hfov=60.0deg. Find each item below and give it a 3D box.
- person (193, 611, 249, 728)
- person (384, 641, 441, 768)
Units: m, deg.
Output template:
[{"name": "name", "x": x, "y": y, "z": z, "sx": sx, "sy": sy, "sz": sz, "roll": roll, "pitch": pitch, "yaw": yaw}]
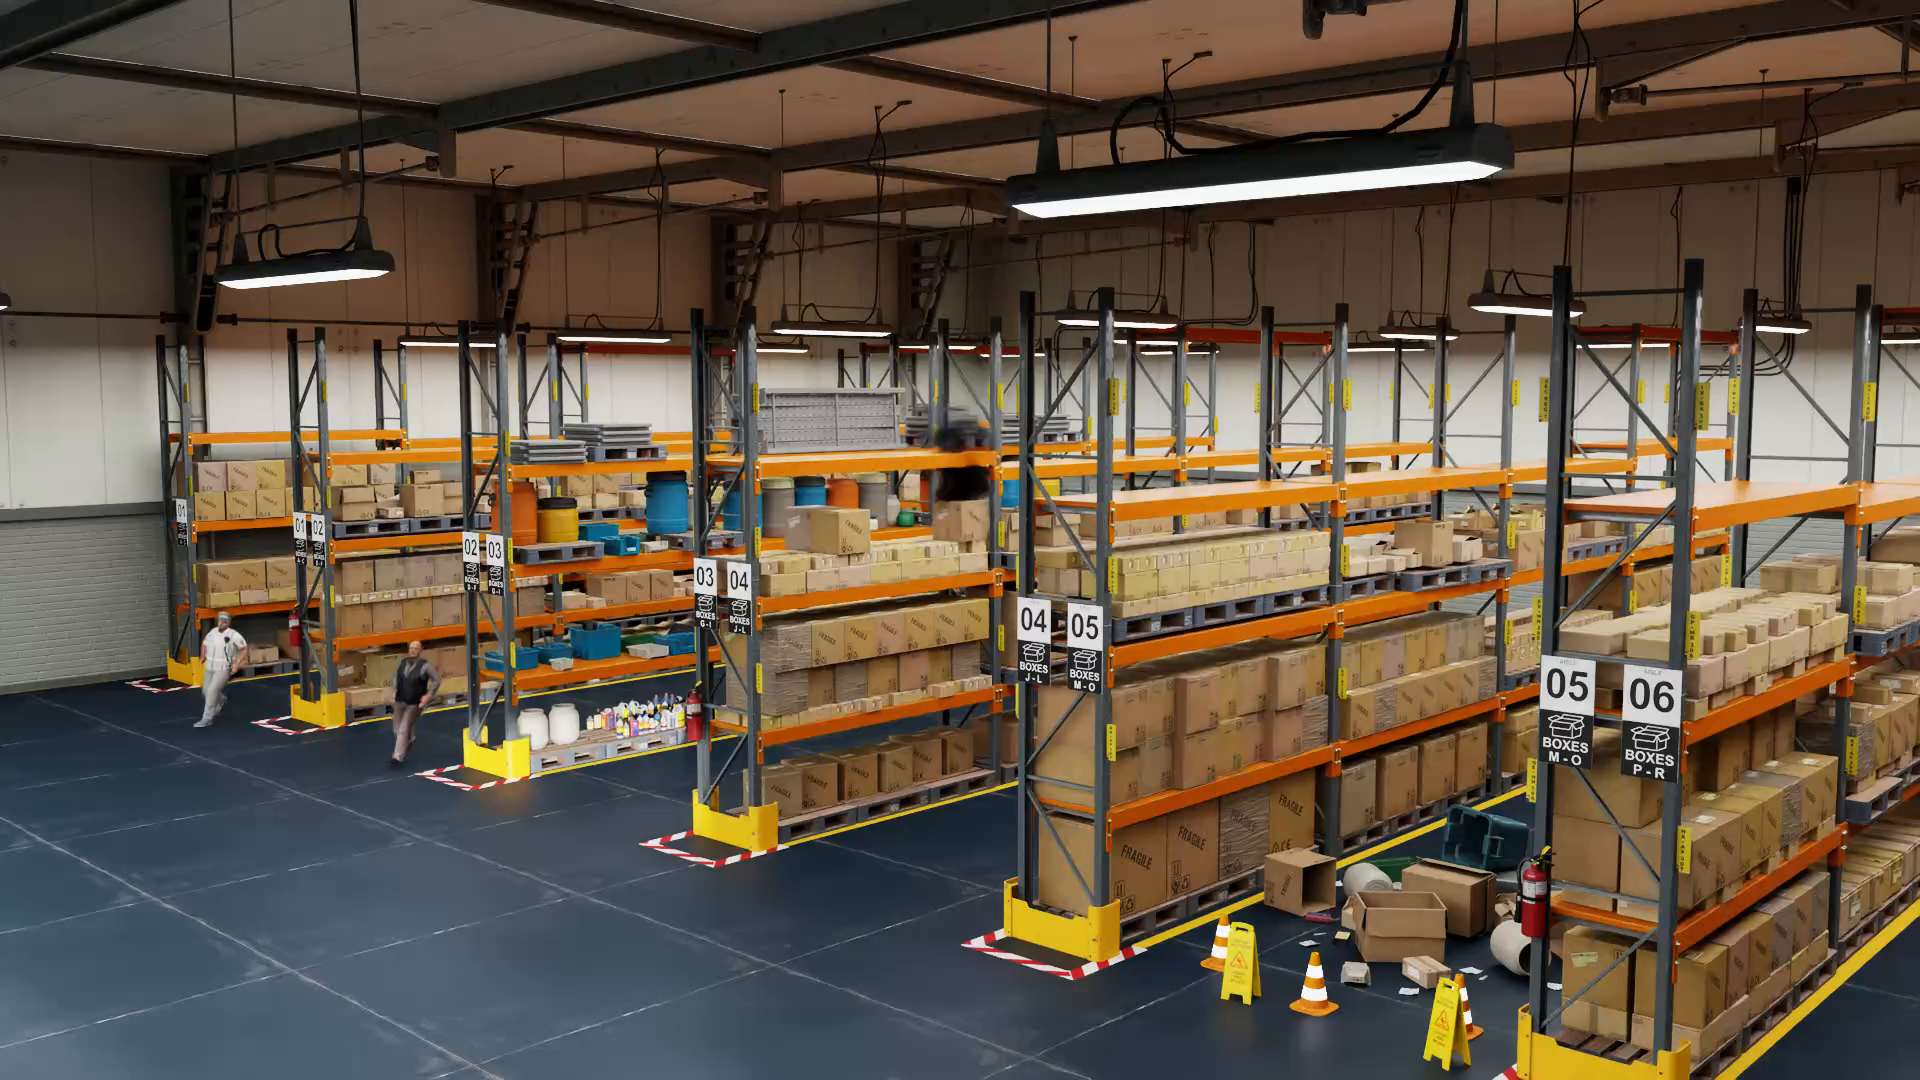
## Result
[{"name": "person", "x": -11.218, "y": 1.934, "z": 25.265, "sx": 0.719, "sy": 1.732, "sz": 0.846, "roll": 1, "pitch": 5, "yaw": 8}, {"name": "person", "x": -7.413, "y": 2.209, "z": 22.566, "sx": 0.728, "sy": 1.690, "sz": 0.794, "roll": 1, "pitch": 6, "yaw": 13}]
